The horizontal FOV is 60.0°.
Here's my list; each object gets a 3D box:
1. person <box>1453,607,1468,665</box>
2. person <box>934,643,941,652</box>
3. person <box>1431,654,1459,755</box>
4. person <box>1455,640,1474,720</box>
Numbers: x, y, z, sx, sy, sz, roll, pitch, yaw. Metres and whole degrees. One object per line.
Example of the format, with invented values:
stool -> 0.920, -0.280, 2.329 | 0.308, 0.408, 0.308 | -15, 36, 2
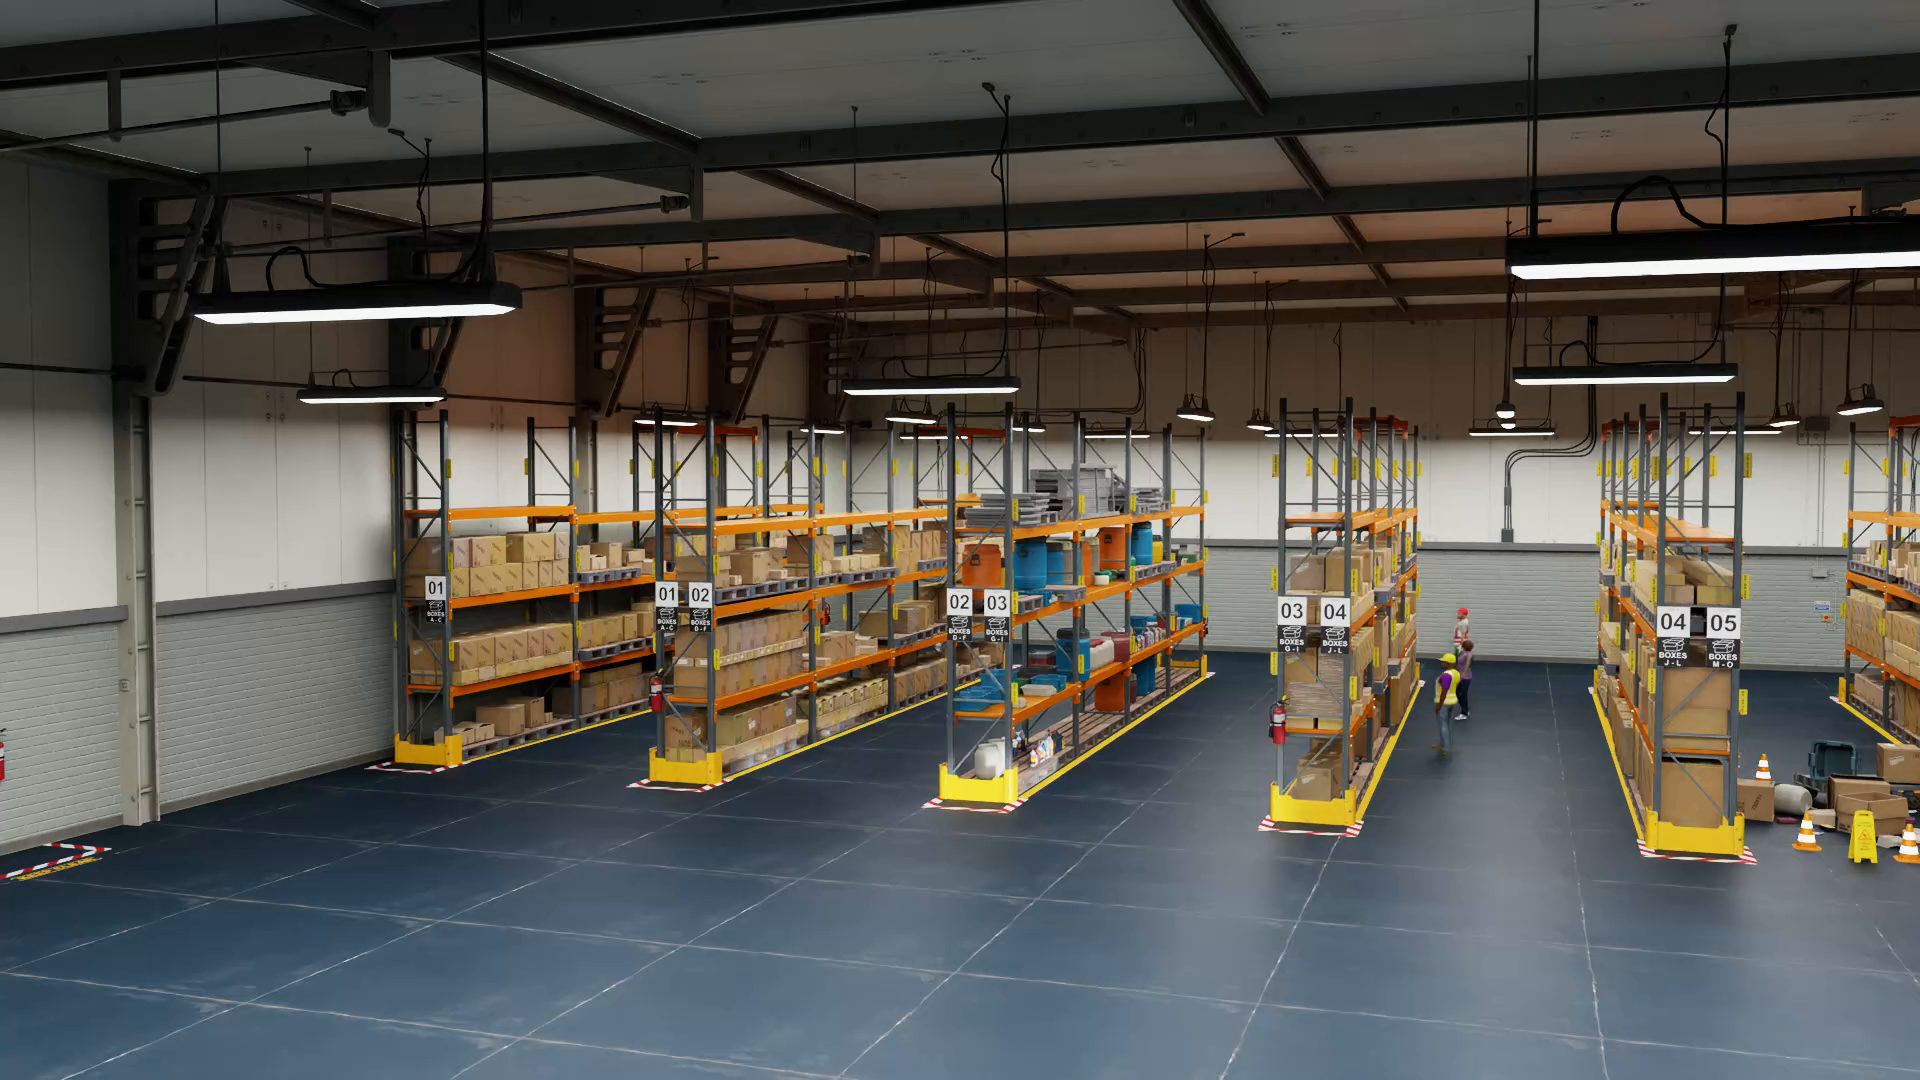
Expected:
person -> 11.596, 2.461, 38.515 | 0.382, 1.808, 0.678 | 1, 3, 25
person -> -0.661, 2.182, 44.395 | 0.526, 1.683, 1.004 | 1, 3, 16
person -> 8.501, 2.867, 29.336 | 0.587, 1.753, 0.627 | -2, 3, -38
person -> 10.025, 2.793, 33.222 | 0.401, 1.618, 0.509 | 0, 2, -6
